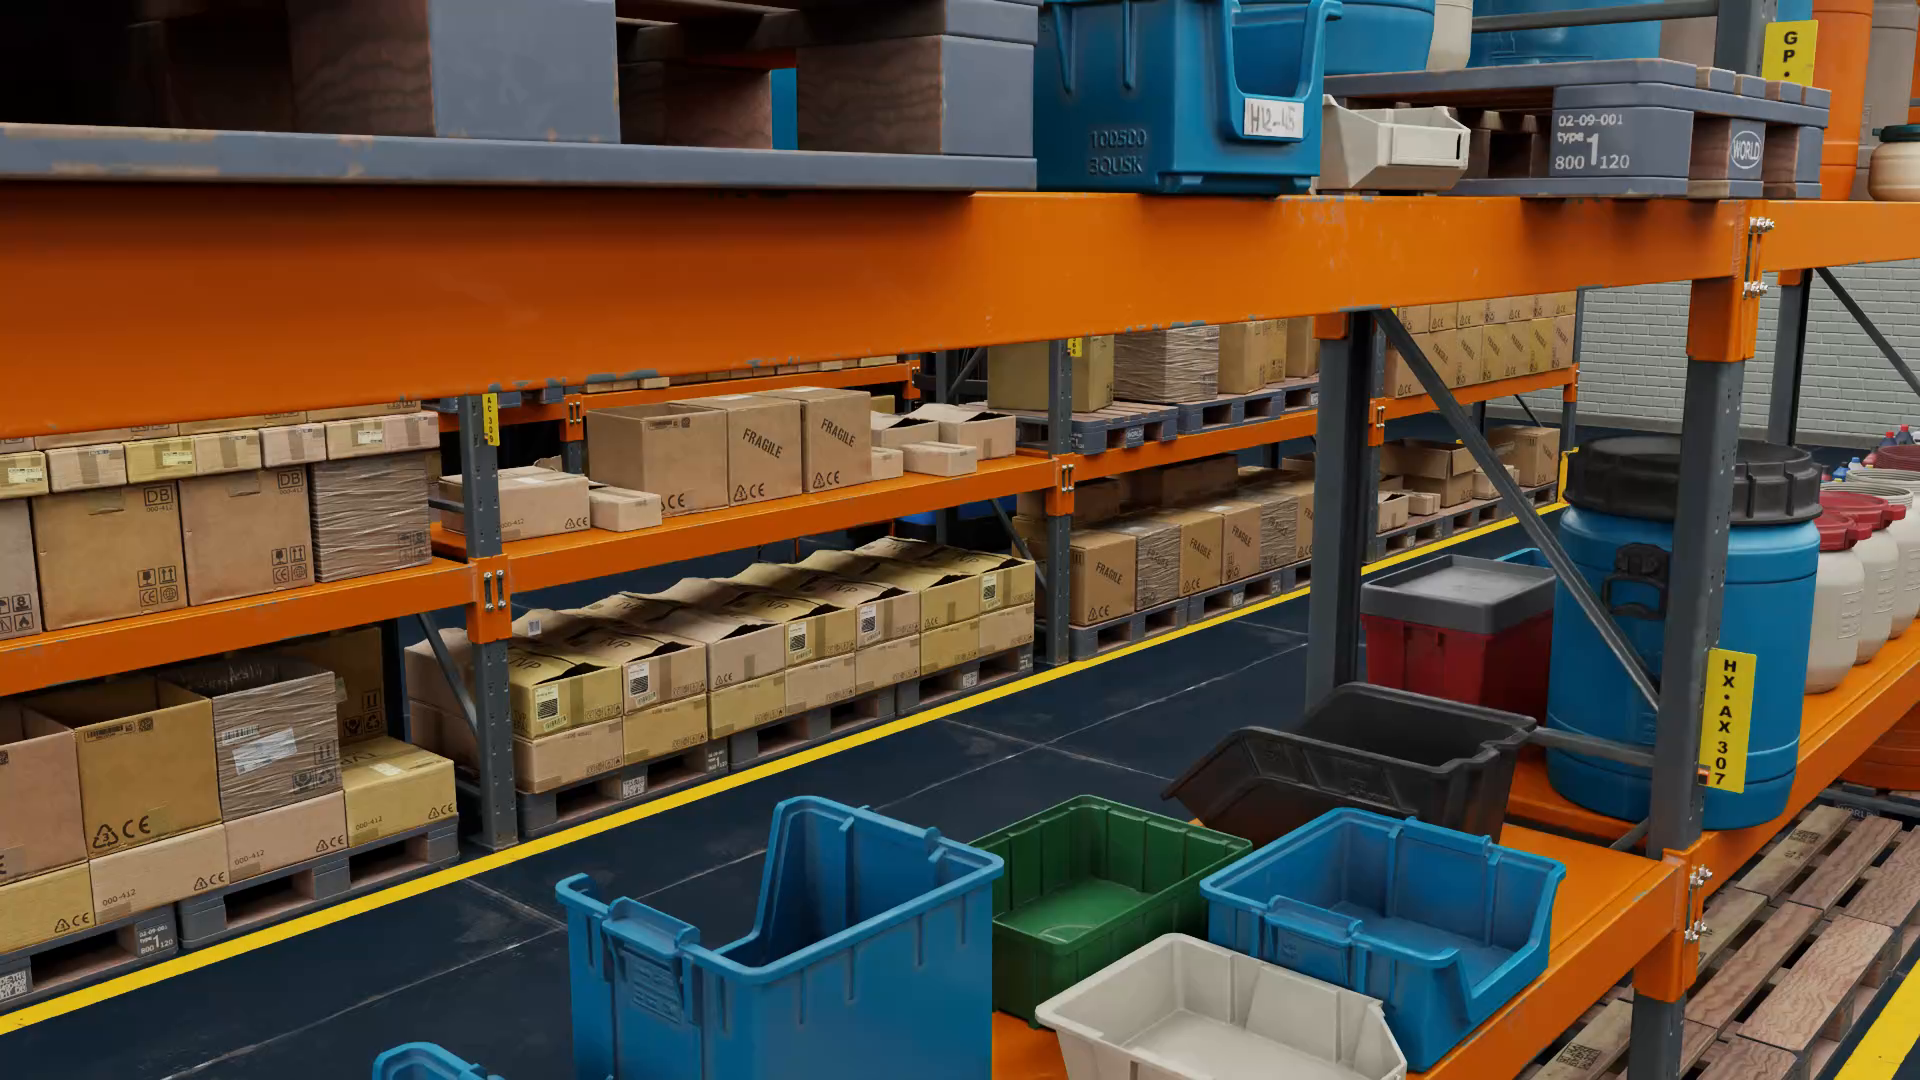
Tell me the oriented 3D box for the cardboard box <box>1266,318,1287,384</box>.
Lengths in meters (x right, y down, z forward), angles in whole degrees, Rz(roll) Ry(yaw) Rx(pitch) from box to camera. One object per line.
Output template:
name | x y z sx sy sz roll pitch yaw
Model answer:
cardboard box | 2.015 -1.449 12.478 0.500 0.500 0.700 -9 15 -39

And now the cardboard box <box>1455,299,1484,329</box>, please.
cardboard box | 4.105 -2.068 14.097 0.500 0.500 0.500 9 15 39

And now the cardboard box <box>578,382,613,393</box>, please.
cardboard box | -3.070 -1.300 13.654 0.380 0.149 0.250 9 15 40

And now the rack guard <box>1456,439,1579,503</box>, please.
rack guard | 5.492 -0.695 16.416 1.175 0.500 0.348 10 15 40

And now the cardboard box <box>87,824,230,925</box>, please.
cardboard box | -3.177 1.220 6.393 0.500 0.250 0.500 10 15 40

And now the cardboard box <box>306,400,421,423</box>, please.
cardboard box | -2.667 -0.786 6.920 0.700 0.500 0.500 10 15 41

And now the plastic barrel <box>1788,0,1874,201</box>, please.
plastic barrel | 2.843 -1.607 5.843 0.600 0.830 0.708 10 15 40

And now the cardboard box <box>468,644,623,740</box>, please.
cardboard box | -1.919 0.672 7.705 0.500 0.311 0.500 10 15 41

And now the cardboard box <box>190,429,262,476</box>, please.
cardboard box | -2.906 -0.353 6.406 0.380 0.149 0.250 10 15 40

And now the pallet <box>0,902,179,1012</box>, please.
pallet | -3.740 1.492 6.200 1.003 0.211 1.213 10 15 40

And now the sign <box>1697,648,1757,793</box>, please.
sign | 1.746 0.411 3.788 0.100 0.325 0.005 10 15 40

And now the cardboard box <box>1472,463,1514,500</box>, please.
cardboard box | 4.719 -0.552 15.213 0.500 0.250 0.500 10 15 40

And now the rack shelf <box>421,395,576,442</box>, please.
rack shelf | -4.782 -0.748 12.136 1.077 0.370 4.000 10 15 40

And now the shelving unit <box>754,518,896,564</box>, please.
shelving unit | -1.061 -0.356 13.120 1.048 1.125 0.538 -11 16 -43

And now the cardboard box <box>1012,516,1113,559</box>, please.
cardboard box | 0.703 0.087 11.377 0.500 0.500 0.500 11 15 43

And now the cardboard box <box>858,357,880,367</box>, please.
cardboard box | -0.981 -1.744 15.874 0.380 0.149 0.250 10 15 41

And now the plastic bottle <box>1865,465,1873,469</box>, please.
plastic bottle | 4.619 -0.280 8.464 0.097 0.201 0.097 0 11 0

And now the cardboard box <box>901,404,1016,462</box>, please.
cardboard box | -0.011 -0.664 10.104 0.500 0.311 0.500 11 16 44

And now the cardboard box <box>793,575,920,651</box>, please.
cardboard box | -0.572 0.372 9.206 0.500 0.311 0.500 10 15 40

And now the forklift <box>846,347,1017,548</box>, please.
forklift | 0.451 -1.523 14.354 3.031 2.935 1.130 -11 16 -43

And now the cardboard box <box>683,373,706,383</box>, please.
cardboard box | -2.420 -1.457 14.437 0.380 0.149 0.250 10 15 42

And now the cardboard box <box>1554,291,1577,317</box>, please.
cardboard box | 5.455 -2.371 15.614 0.500 0.500 0.500 10 15 40

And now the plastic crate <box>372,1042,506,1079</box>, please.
plastic crate | -0.762 0.928 2.284 0.499 0.251 0.408 10 15 40

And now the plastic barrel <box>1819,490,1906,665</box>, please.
plastic barrel | 2.906 0.123 5.588 0.433 0.535 0.433 0 11 0

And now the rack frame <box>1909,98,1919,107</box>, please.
rack frame | 3.980 -3.056 6.538 1.000 3.000 0.127 10 15 40

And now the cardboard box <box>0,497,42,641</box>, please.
cardboard box | -3.681 0.077 5.910 0.700 0.500 0.500 10 15 42

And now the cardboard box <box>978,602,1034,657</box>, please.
cardboard box | 0.098 0.496 10.017 0.500 0.250 0.500 10 15 42

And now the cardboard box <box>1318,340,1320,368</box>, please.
cardboard box | 3.039 -1.500 13.806 0.500 0.500 0.500 10 15 41

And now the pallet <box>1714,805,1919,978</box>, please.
pallet | 3.440 1.362 6.853 1.003 0.211 1.213 10 15 40

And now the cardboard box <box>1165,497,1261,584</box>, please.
cardboard box | 1.794 -0.004 11.830 0.500 0.500 0.500 9 14 38

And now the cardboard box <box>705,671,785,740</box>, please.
cardboard box | -1.248 0.797 8.512 0.500 0.250 0.500 9 15 39

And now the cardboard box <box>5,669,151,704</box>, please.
cardboard box | -3.580 0.783 6.667 0.500 0.500 0.500 10 15 40

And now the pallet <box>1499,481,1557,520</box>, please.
pallet | 4.967 -0.436 15.857 1.003 0.211 1.213 10 15 40

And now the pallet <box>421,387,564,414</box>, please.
pallet | -3.852 -1.183 12.963 1.213 0.211 1.003 10 15 40

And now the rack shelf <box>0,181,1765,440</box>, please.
rack shelf | 0.019 -0.350 2.482 1.077 0.370 4.000 10 15 40

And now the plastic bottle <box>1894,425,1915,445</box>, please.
plastic bottle | 5.028 -0.438 8.871 0.144 0.351 0.185 10 15 40

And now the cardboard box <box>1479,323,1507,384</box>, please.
cardboard box | 4.445 -1.657 14.592 0.500 0.500 0.500 9 15 40

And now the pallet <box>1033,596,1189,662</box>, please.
pallet | 0.783 0.507 11.133 1.003 0.211 1.213 10 15 40

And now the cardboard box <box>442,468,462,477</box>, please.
cardboard box | -3.898 -0.273 13.176 0.700 0.500 0.500 10 15 41

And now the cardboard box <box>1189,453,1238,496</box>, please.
cardboard box | 1.740 -0.515 12.474 0.500 0.250 0.500 10 15 40

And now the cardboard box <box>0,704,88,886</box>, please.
cardboard box | -3.506 0.926 5.951 0.500 0.500 0.500 10 15 40

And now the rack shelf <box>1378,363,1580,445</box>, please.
rack shelf | 4.222 -1.285 14.825 1.077 0.370 4.000 10 15 40

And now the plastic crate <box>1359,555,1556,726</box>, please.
plastic crate | 1.429 0.332 4.727 0.402 0.464 0.583 10 15 40

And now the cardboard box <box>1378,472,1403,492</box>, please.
cardboard box | 3.560 -0.472 14.657 0.500 0.311 0.500 10 15 40

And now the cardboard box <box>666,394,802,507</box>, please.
cardboard box | -1.181 -0.478 8.691 0.500 0.500 0.500 10 15 40

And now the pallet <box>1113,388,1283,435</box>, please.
pallet | 1.542 -0.948 11.789 1.003 0.211 1.213 10 15 40

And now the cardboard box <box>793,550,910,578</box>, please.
cardboard box | -0.645 0.230 9.920 0.500 0.311 0.500 9 15 39

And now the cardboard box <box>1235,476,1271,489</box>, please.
cardboard box | 2.056 -0.214 12.884 0.500 0.500 0.500 10 15 41

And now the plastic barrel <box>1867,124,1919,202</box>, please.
plastic barrel | 3.316 -1.300 5.757 0.301 0.262 0.301 0 11 0

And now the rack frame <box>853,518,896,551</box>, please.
rack frame | -0.698 -0.425 13.468 0.032 1.125 0.500 -11 16 -43

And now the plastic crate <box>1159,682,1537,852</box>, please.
plastic crate | 0.899 0.565 3.882 0.767 0.338 0.504 10 15 40

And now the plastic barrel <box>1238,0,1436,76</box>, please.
plastic barrel | 0.602 -1.316 3.131 0.600 0.901 0.708 10 15 40

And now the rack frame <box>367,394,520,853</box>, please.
rack frame | -2.379 -0.167 7.388 1.000 3.000 0.127 10 15 40

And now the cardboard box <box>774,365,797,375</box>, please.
cardboard box | -1.703 -1.603 15.168 0.380 0.149 0.250 9 15 39

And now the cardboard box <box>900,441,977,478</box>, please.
cardboard box | -0.124 -0.464 9.518 0.380 0.149 0.250 10 15 40

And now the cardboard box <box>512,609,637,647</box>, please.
cardboard box | -1.988 0.527 8.433 0.500 0.311 0.500 10 15 42
